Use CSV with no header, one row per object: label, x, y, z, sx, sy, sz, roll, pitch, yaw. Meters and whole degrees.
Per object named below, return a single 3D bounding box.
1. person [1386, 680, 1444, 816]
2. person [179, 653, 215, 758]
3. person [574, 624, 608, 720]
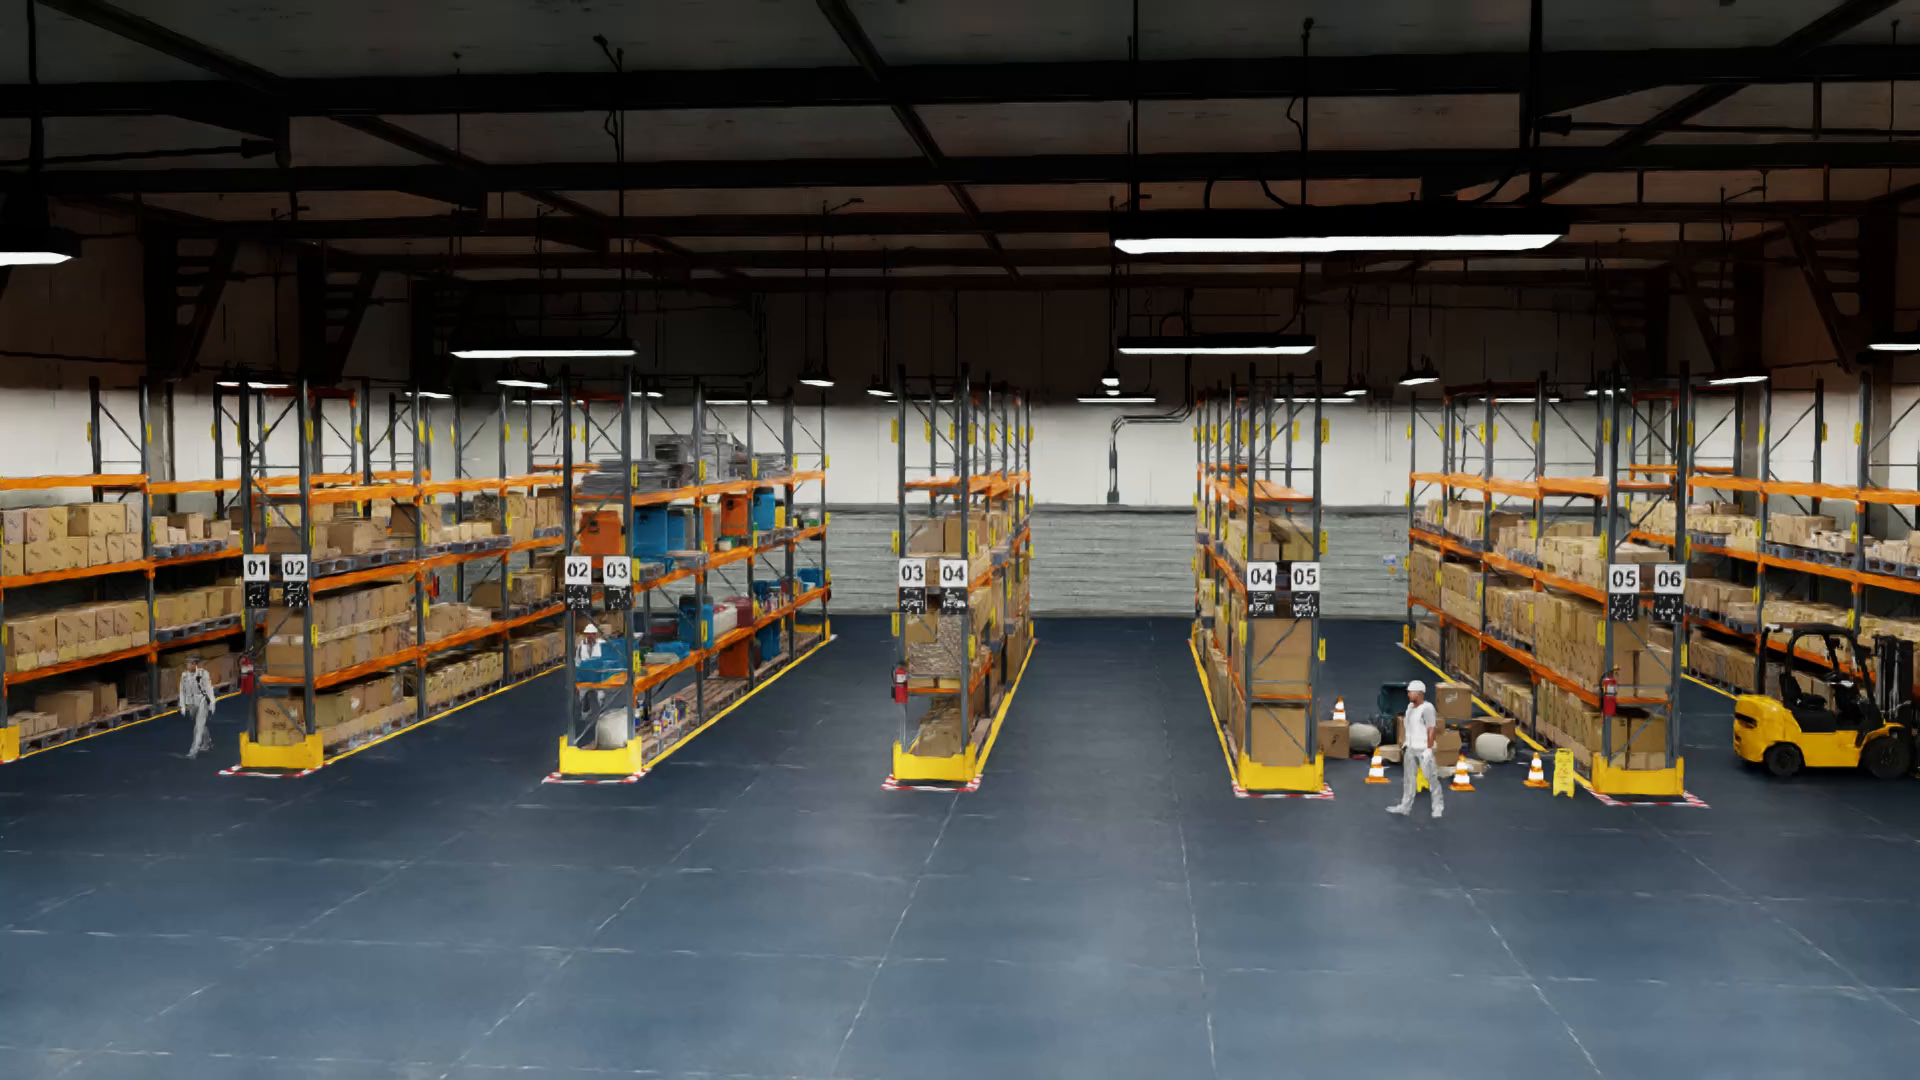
person,5.972,2.721,21.767,0.635,1.783,0.681,-1,4,-18
person,-11.842,2.530,25.735,0.498,1.585,1.075,0,4,4
person,-6.356,2.298,28.824,0.677,1.725,0.569,0,4,5
